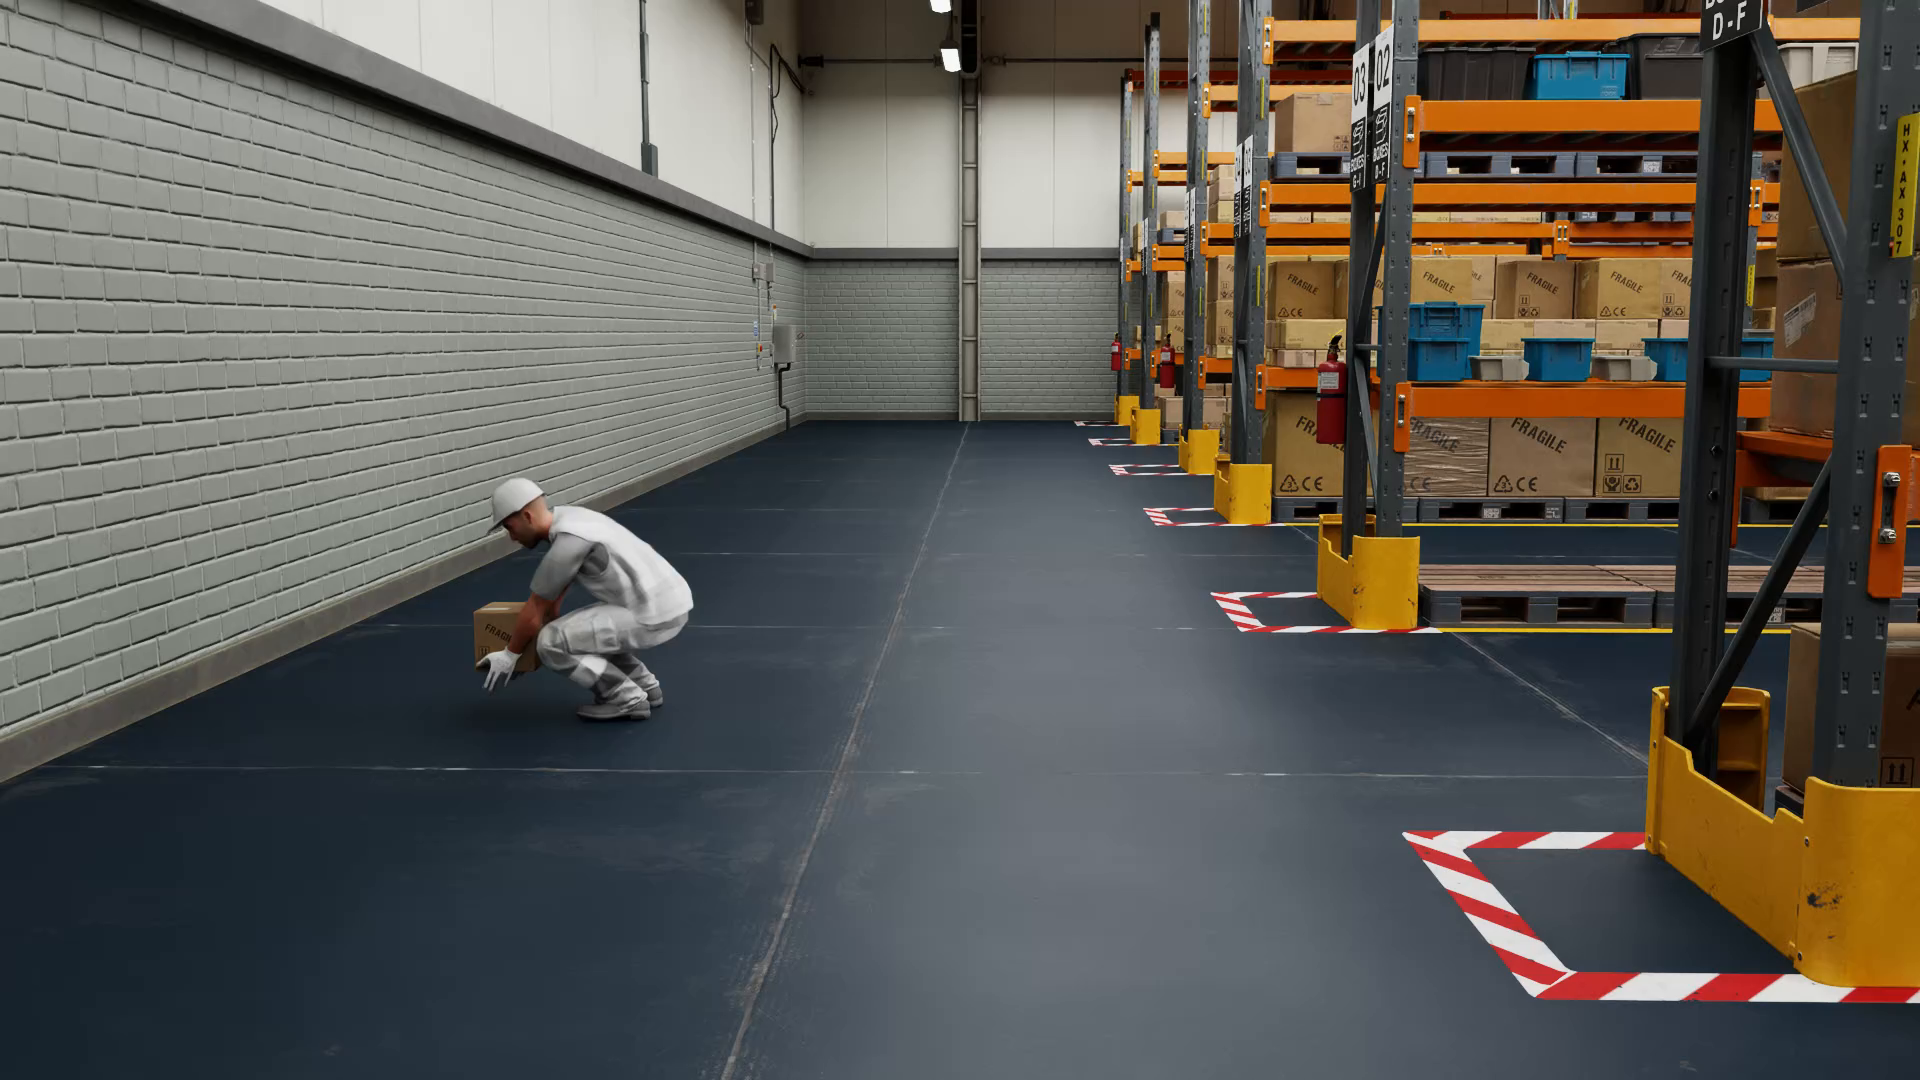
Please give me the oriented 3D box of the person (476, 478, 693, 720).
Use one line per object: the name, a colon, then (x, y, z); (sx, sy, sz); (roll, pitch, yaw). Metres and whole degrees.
person: (-1.564, 0.237, 6.969); (0.866, 1.006, 0.555); (0, 7, 0)
